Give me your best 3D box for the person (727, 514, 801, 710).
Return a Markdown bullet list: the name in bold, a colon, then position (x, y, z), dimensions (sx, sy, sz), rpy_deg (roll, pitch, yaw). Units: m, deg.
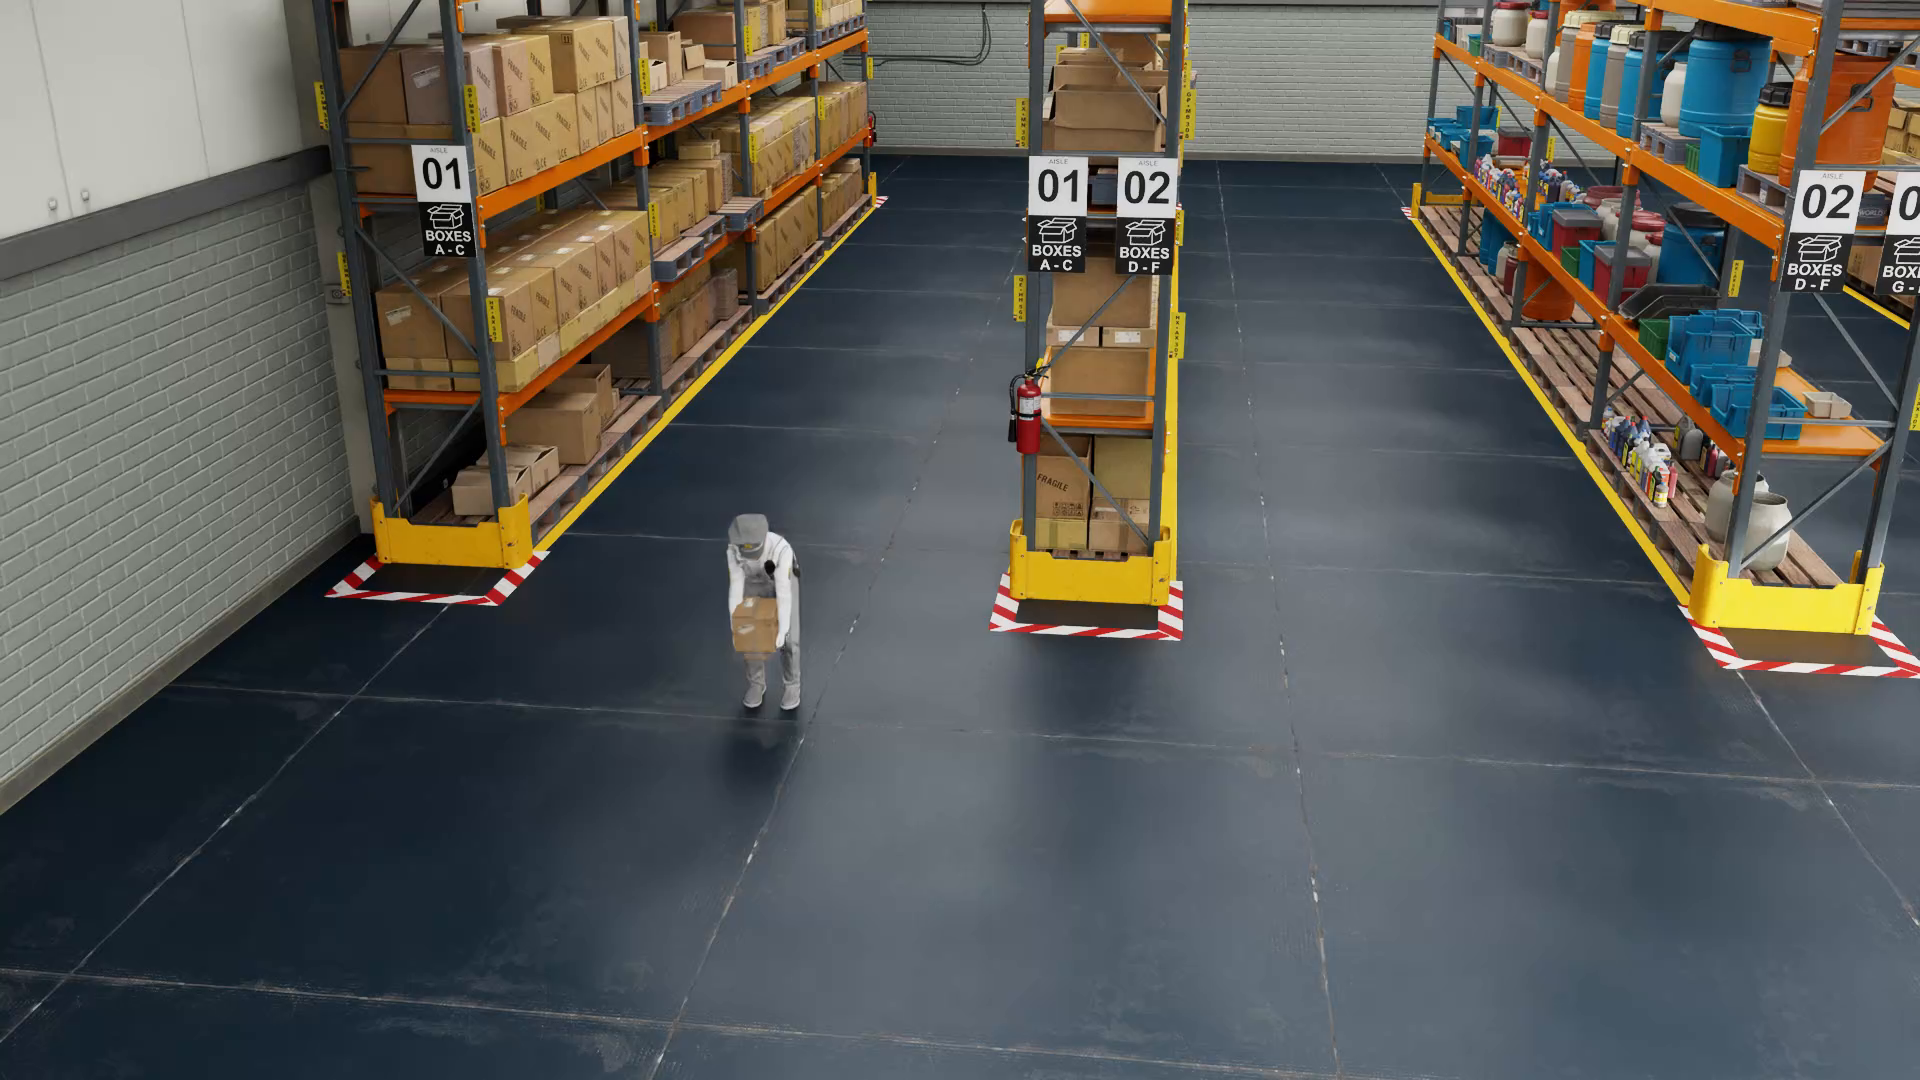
- **person**: position (-1.216, 0.439, 10.295), dimensions (0.409, 1.427, 0.814), rpy_deg (2, 21, 5)
